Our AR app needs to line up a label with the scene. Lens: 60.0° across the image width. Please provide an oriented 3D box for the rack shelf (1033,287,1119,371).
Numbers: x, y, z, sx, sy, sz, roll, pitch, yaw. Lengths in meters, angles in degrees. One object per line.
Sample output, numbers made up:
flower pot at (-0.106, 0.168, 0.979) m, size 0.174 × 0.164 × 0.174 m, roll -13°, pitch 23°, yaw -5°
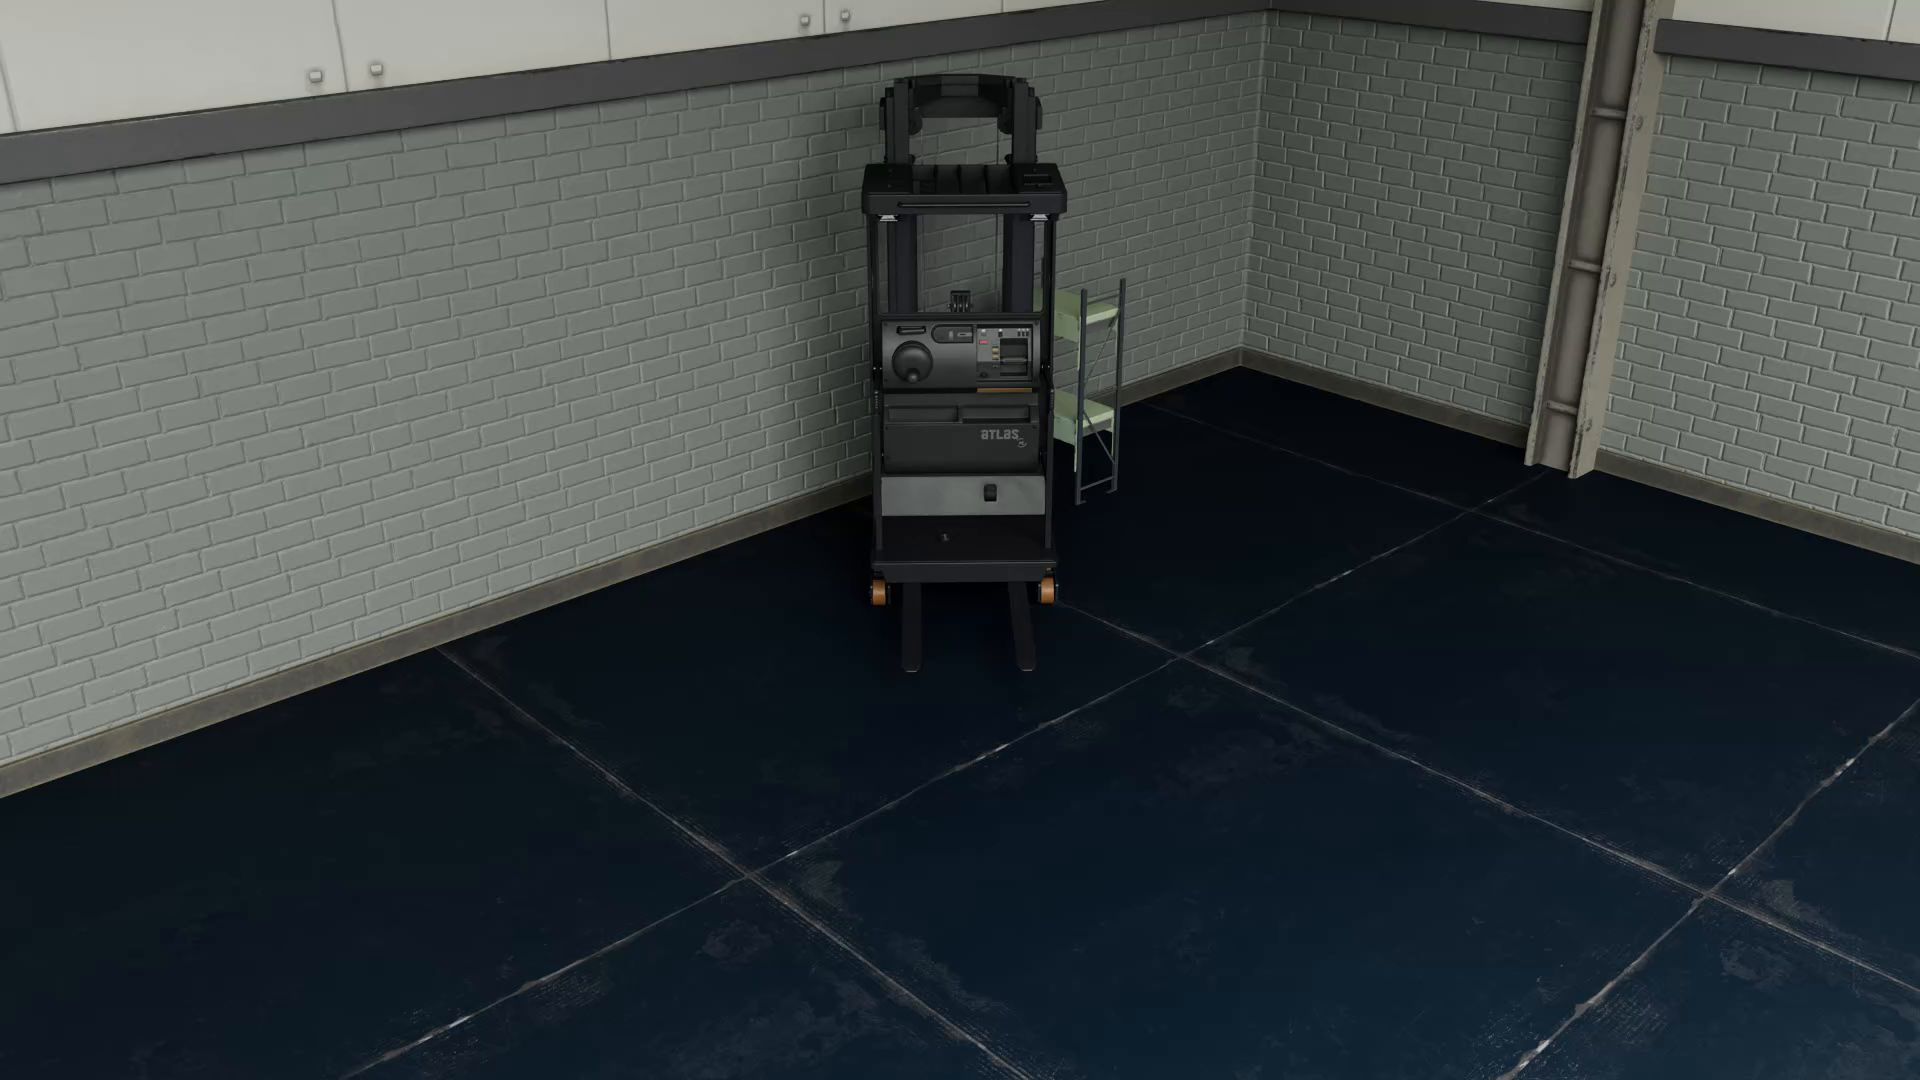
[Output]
rack shelf at (0.685, -1.443, 11.166) m, size 0.431 × 0.370 × 0.720 m, roll -21°, pitch 32°, yaw -38°

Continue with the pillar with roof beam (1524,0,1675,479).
pillar with roof beam at (1.153, -3.405, 7.372) m, size 9.100 × 9.000 × 0.400 m, roll -21°, pitch 32°, yaw -38°

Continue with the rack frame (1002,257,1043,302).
rack frame at (0.438, -1.200, 11.574) m, size 0.400 × 1.500 × 0.023 m, roll -21°, pitch 32°, yaw -38°

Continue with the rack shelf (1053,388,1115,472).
rack shelf at (0.685, -0.792, 11.463) m, size 0.431 × 0.370 × 0.720 m, roll -21°, pitch 32°, yaw -38°

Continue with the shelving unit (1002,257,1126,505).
shelving unit at (0.685, -1.088, 11.328) m, size 0.431 × 1.500 × 0.755 m, roll -21°, pitch 32°, yaw -38°

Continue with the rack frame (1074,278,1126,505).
rack frame at (0.931, -0.976, 11.082) m, size 0.400 × 1.500 × 0.023 m, roll -21°, pitch 32°, yaw -38°

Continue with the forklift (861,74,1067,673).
forklift at (0.014, -1.073, 9.571) m, size 1.130 × 2.935 × 3.031 m, roll -1°, pitch 25°, yaw -1°
